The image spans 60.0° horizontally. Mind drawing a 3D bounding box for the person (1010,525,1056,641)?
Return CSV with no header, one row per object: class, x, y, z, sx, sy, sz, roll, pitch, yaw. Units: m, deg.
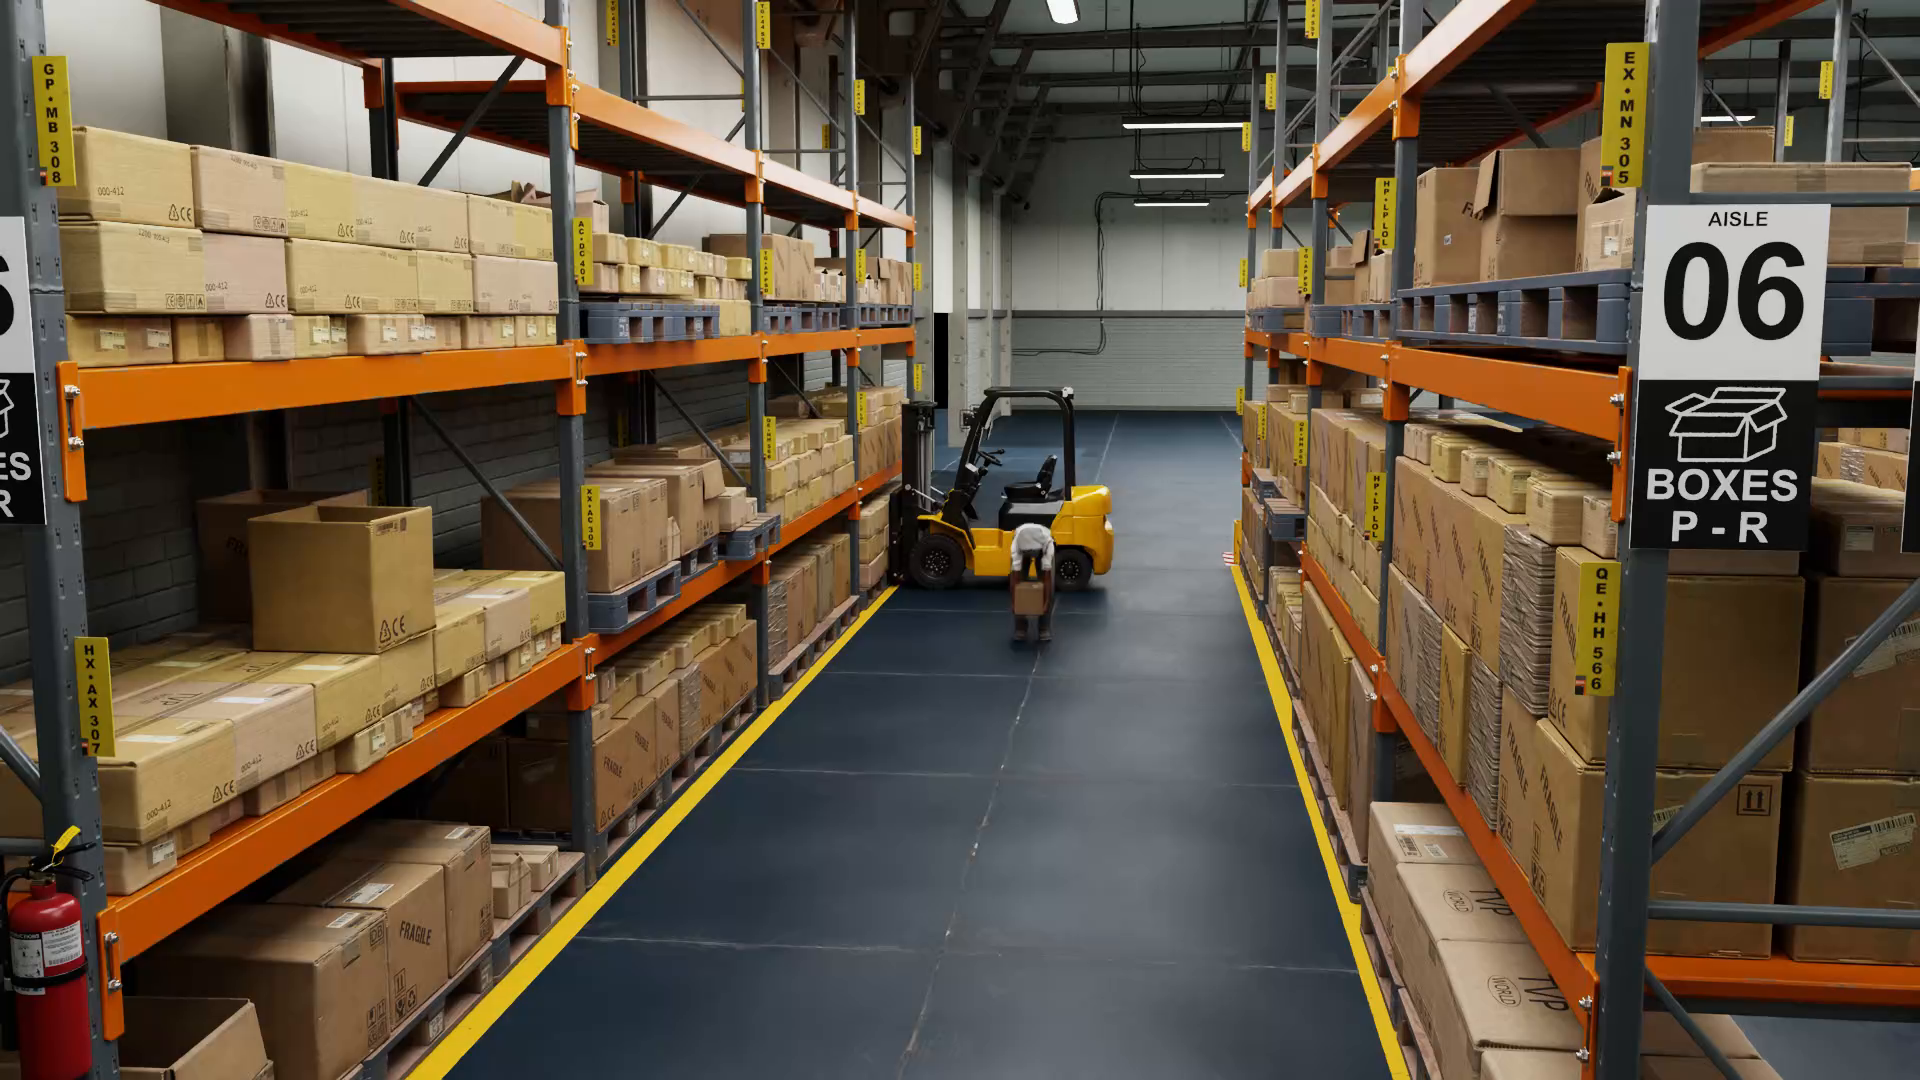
person,0.657,0.390,15.037,0.415,1.100,0.941,1,8,4
